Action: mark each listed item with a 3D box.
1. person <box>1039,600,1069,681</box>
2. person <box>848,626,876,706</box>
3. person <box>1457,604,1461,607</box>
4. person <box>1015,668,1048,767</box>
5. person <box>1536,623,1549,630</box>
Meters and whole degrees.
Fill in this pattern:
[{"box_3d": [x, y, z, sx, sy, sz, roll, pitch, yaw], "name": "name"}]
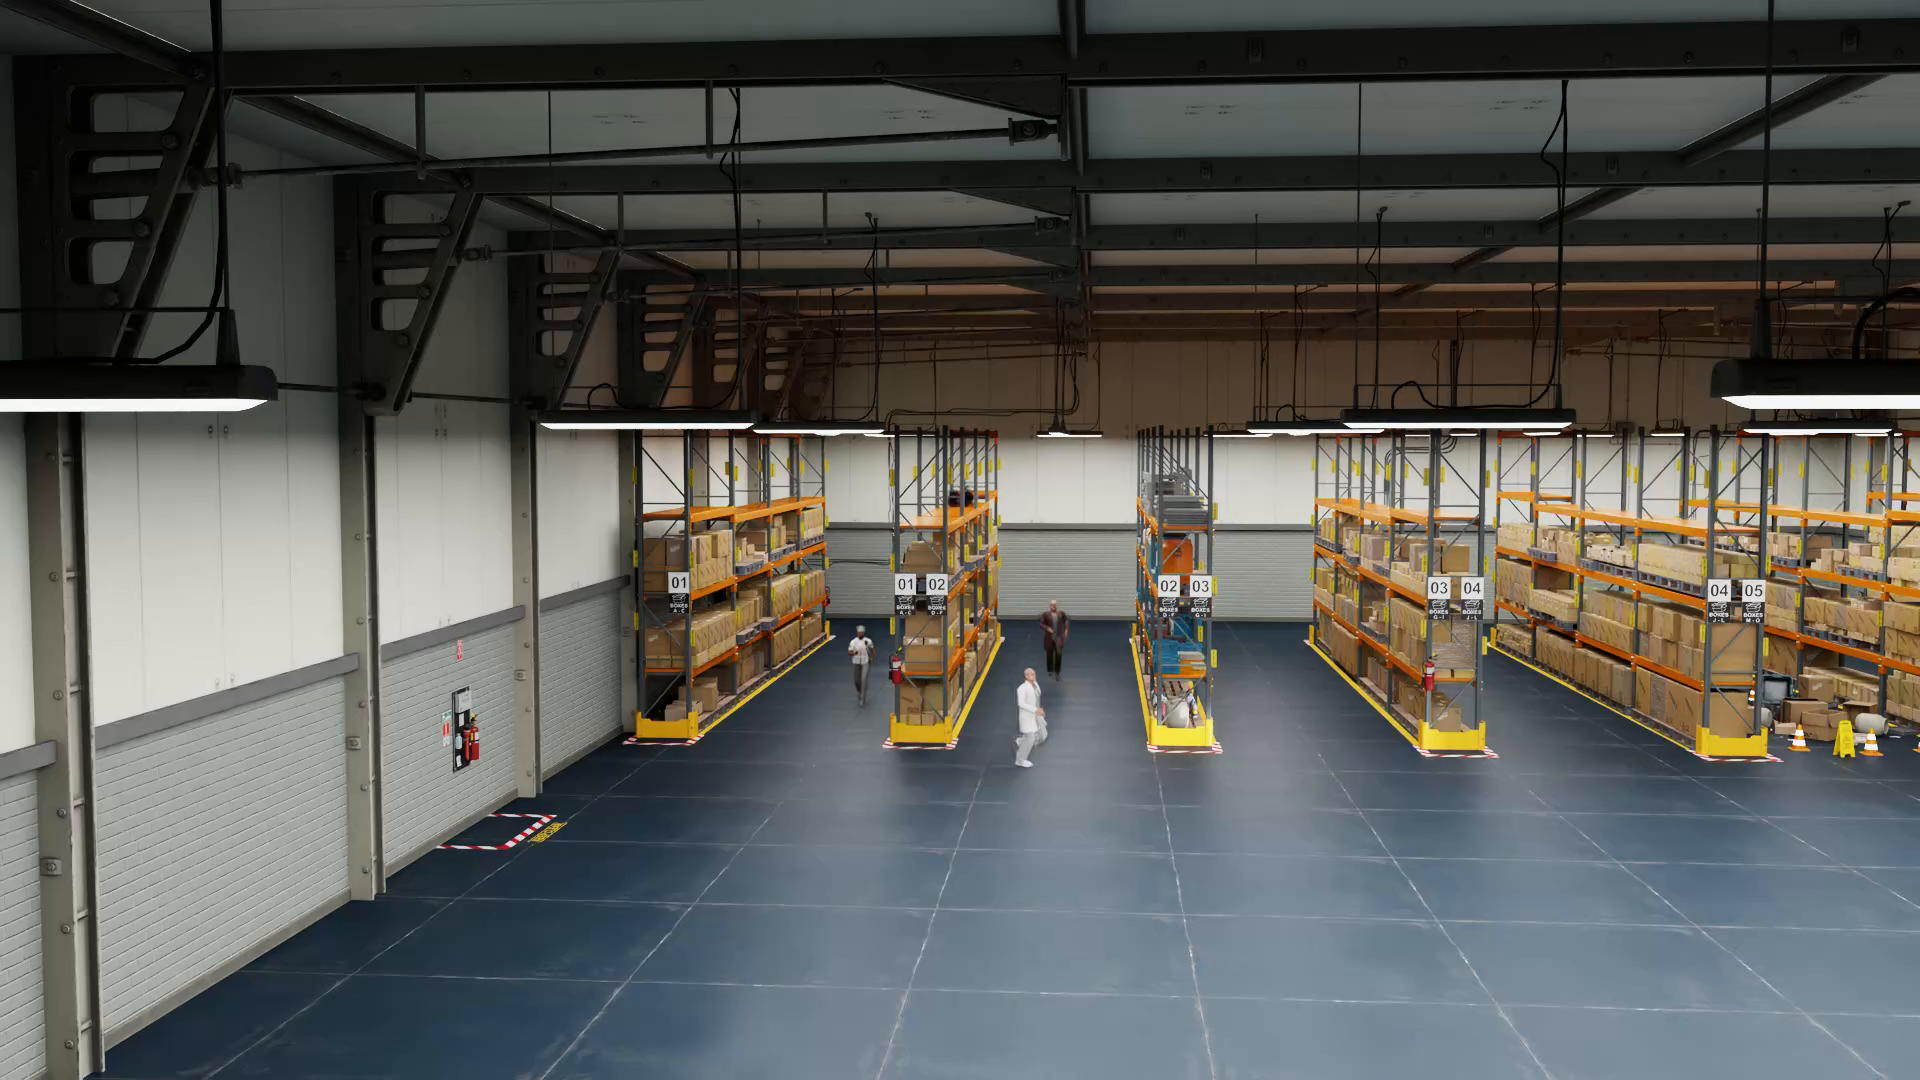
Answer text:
[{"box_3d": [2.165, 2.311, 38.149, 0.728, 1.867, 0.763, 0, 3, -4], "name": "person"}, {"box_3d": [-2.139, 2.687, 36.056, 0.575, 1.685, 0.938, 0, 3, 4], "name": "person"}, {"box_3d": [13.422, 2.225, 44.113, 0.573, 1.653, 0.859, 1, 4, 13], "name": "person"}, {"box_3d": [1.263, 3.105, 29.118, 0.692, 1.734, 0.732, 3, 4, 36], "name": "person"}, {"box_3d": [16.396, 2.046, 46.918, 0.780, 1.715, 0.513, -2, 4, -33], "name": "person"}]
